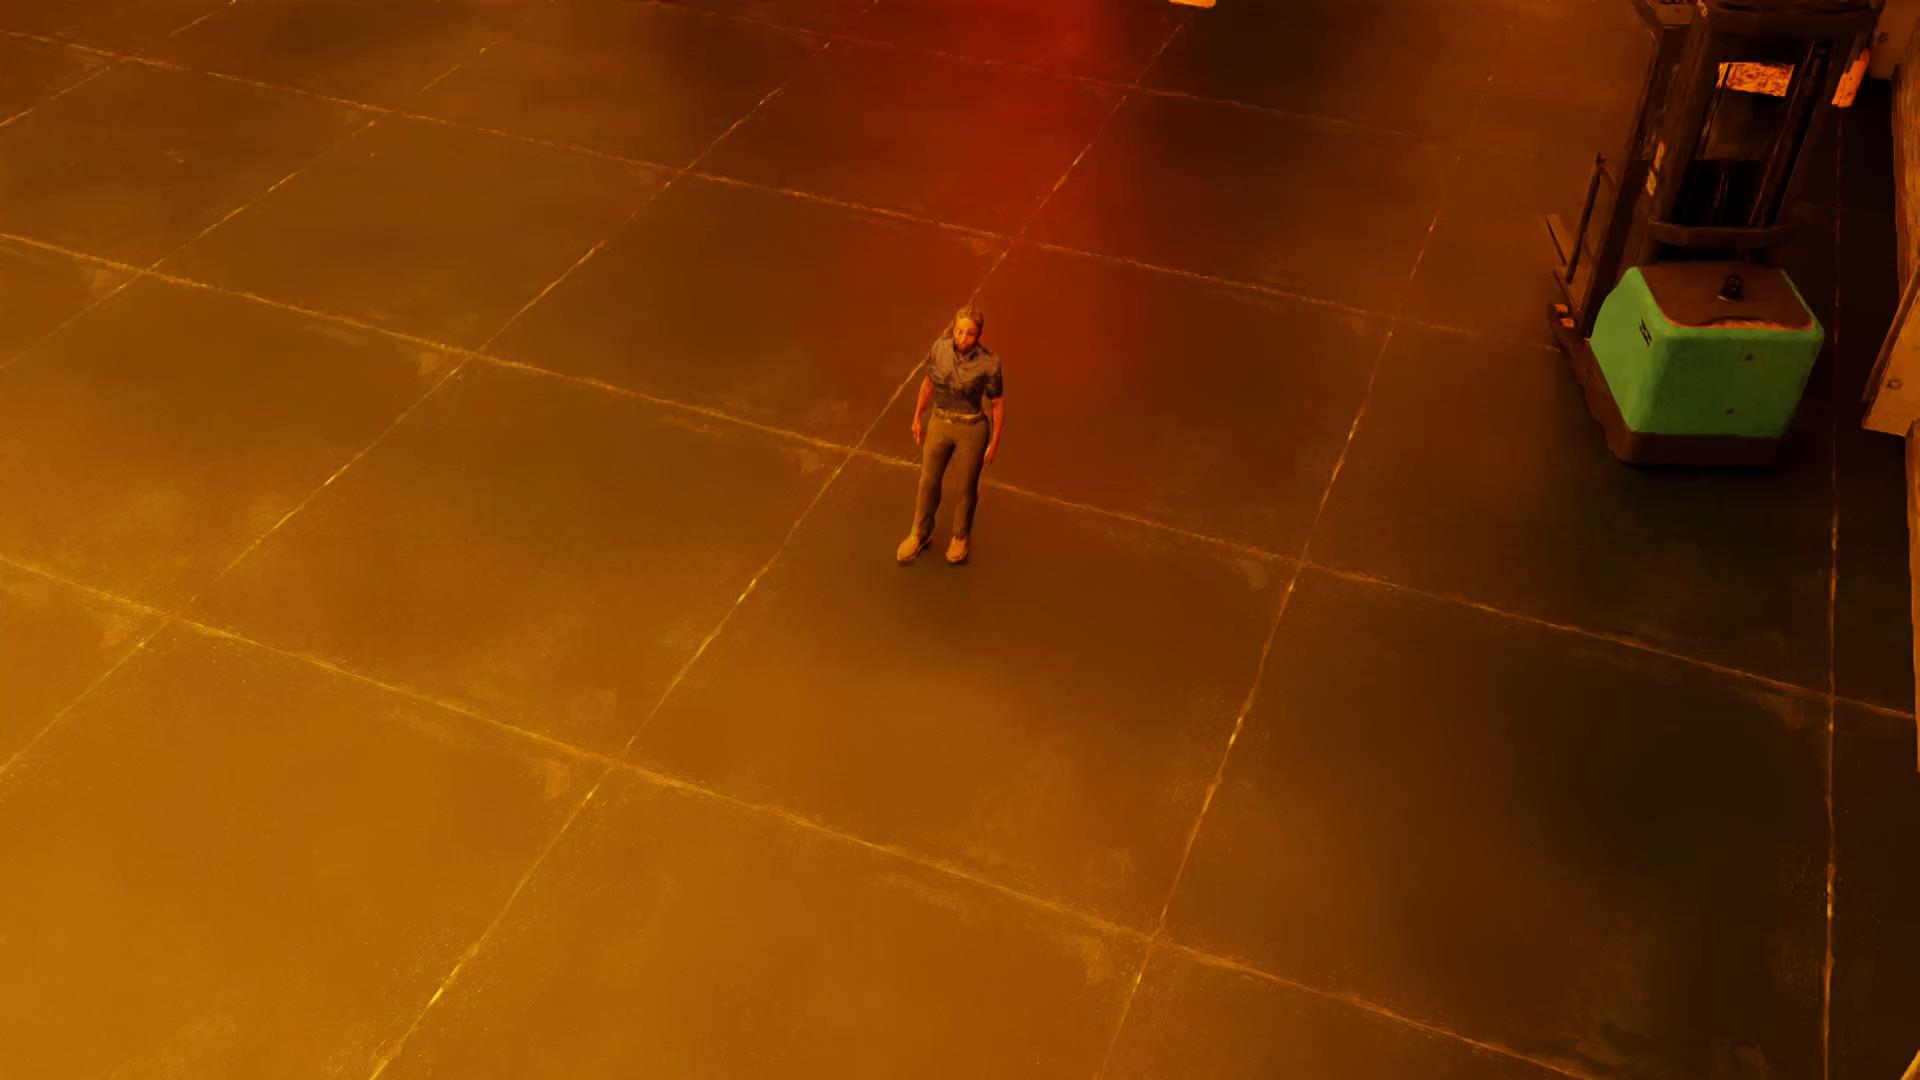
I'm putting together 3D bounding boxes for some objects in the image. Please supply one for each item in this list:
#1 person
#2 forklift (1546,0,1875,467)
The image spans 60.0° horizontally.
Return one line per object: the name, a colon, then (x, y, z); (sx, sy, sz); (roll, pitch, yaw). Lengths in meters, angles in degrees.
person: (-0.052, -0.592, 9.698); (0.570, 1.654, 0.503); (15, 42, 17)
forklift: (4.853, -2.519, 11.015); (1.130, 2.935, 3.031); (2, 40, 2)
